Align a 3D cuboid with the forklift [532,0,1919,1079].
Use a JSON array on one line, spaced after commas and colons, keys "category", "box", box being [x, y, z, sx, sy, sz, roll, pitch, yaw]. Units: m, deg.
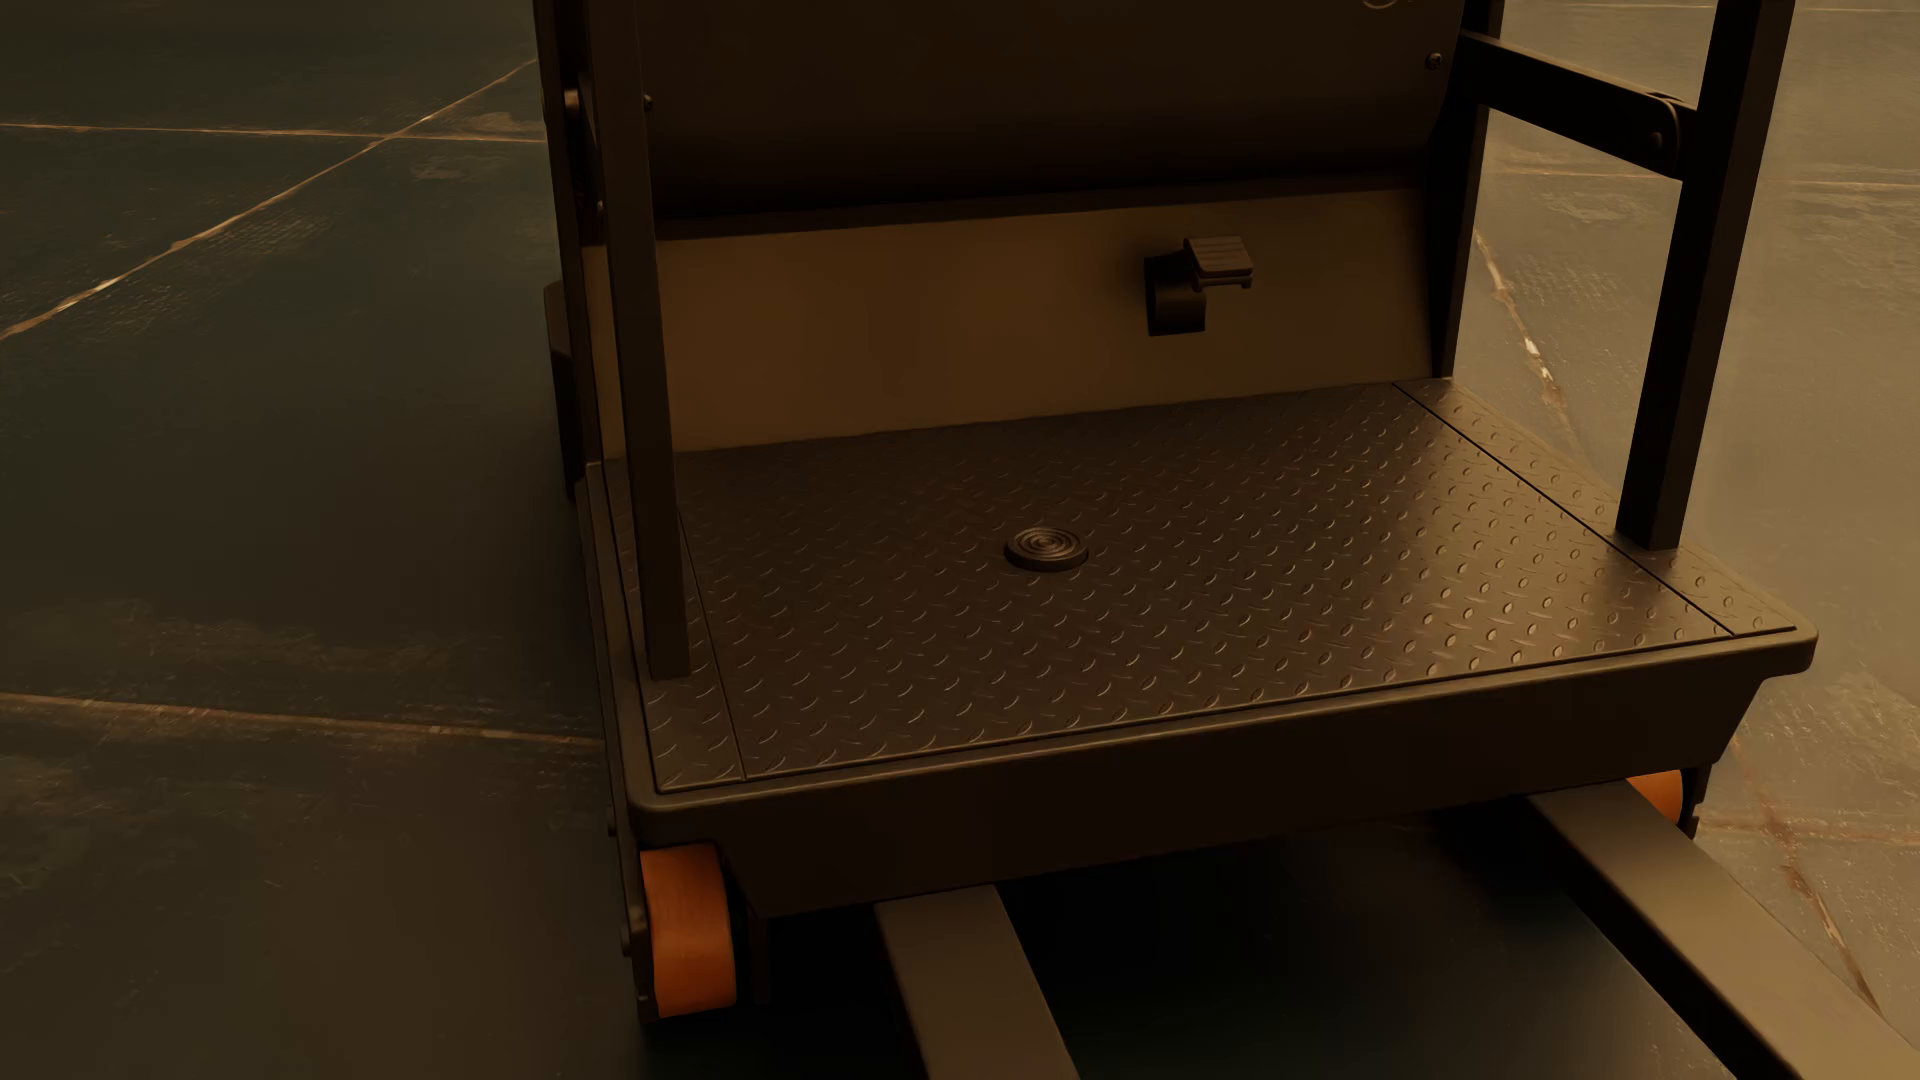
[{"category": "forklift", "box": [0.153, -1.049, 1.319, 1.130, 2.935, 3.031, -7, 27, -13]}]
